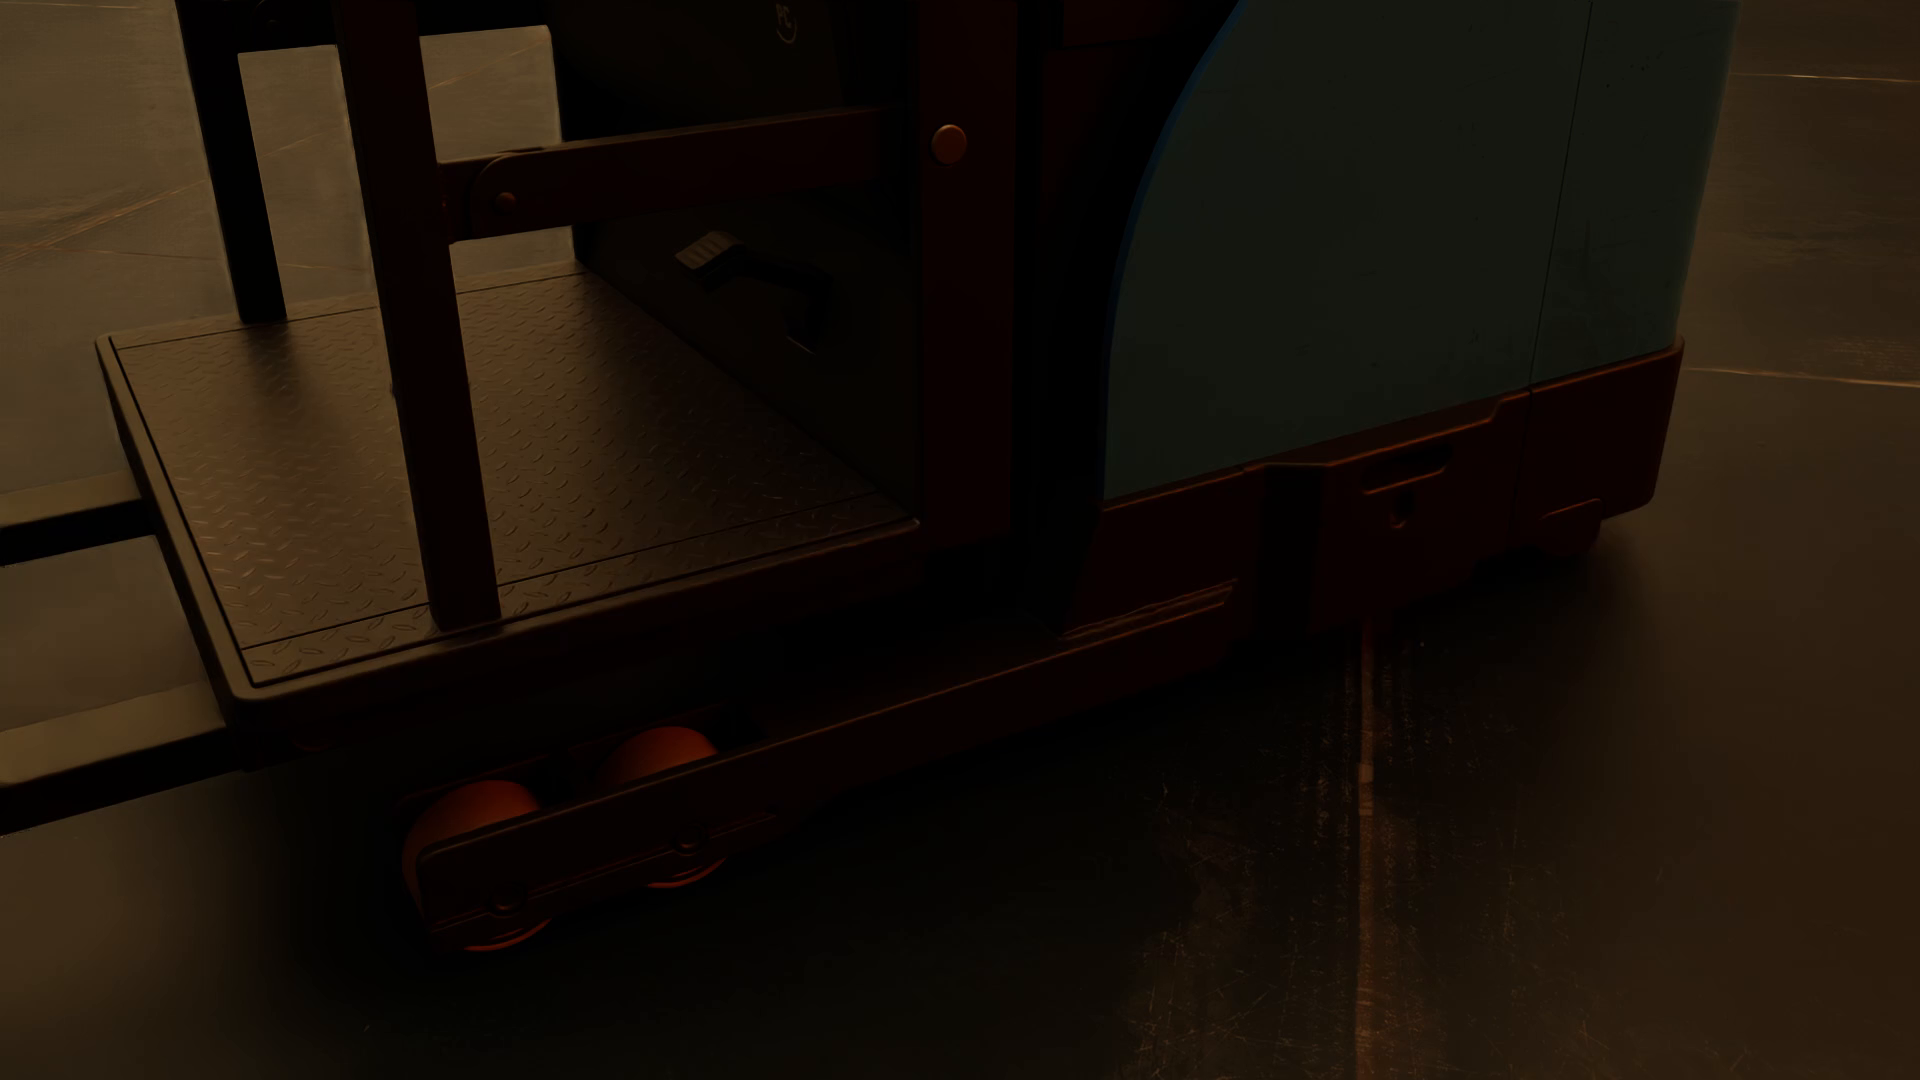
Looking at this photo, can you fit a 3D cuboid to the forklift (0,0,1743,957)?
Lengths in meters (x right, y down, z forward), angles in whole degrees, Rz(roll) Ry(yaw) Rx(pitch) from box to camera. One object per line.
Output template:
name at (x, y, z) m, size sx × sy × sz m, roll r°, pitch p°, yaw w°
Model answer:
forklift at (-0.489, -1.167, 1.559) m, size 3.031 × 2.935 × 1.130 m, roll -15°, pitch 30°, yaw -27°
